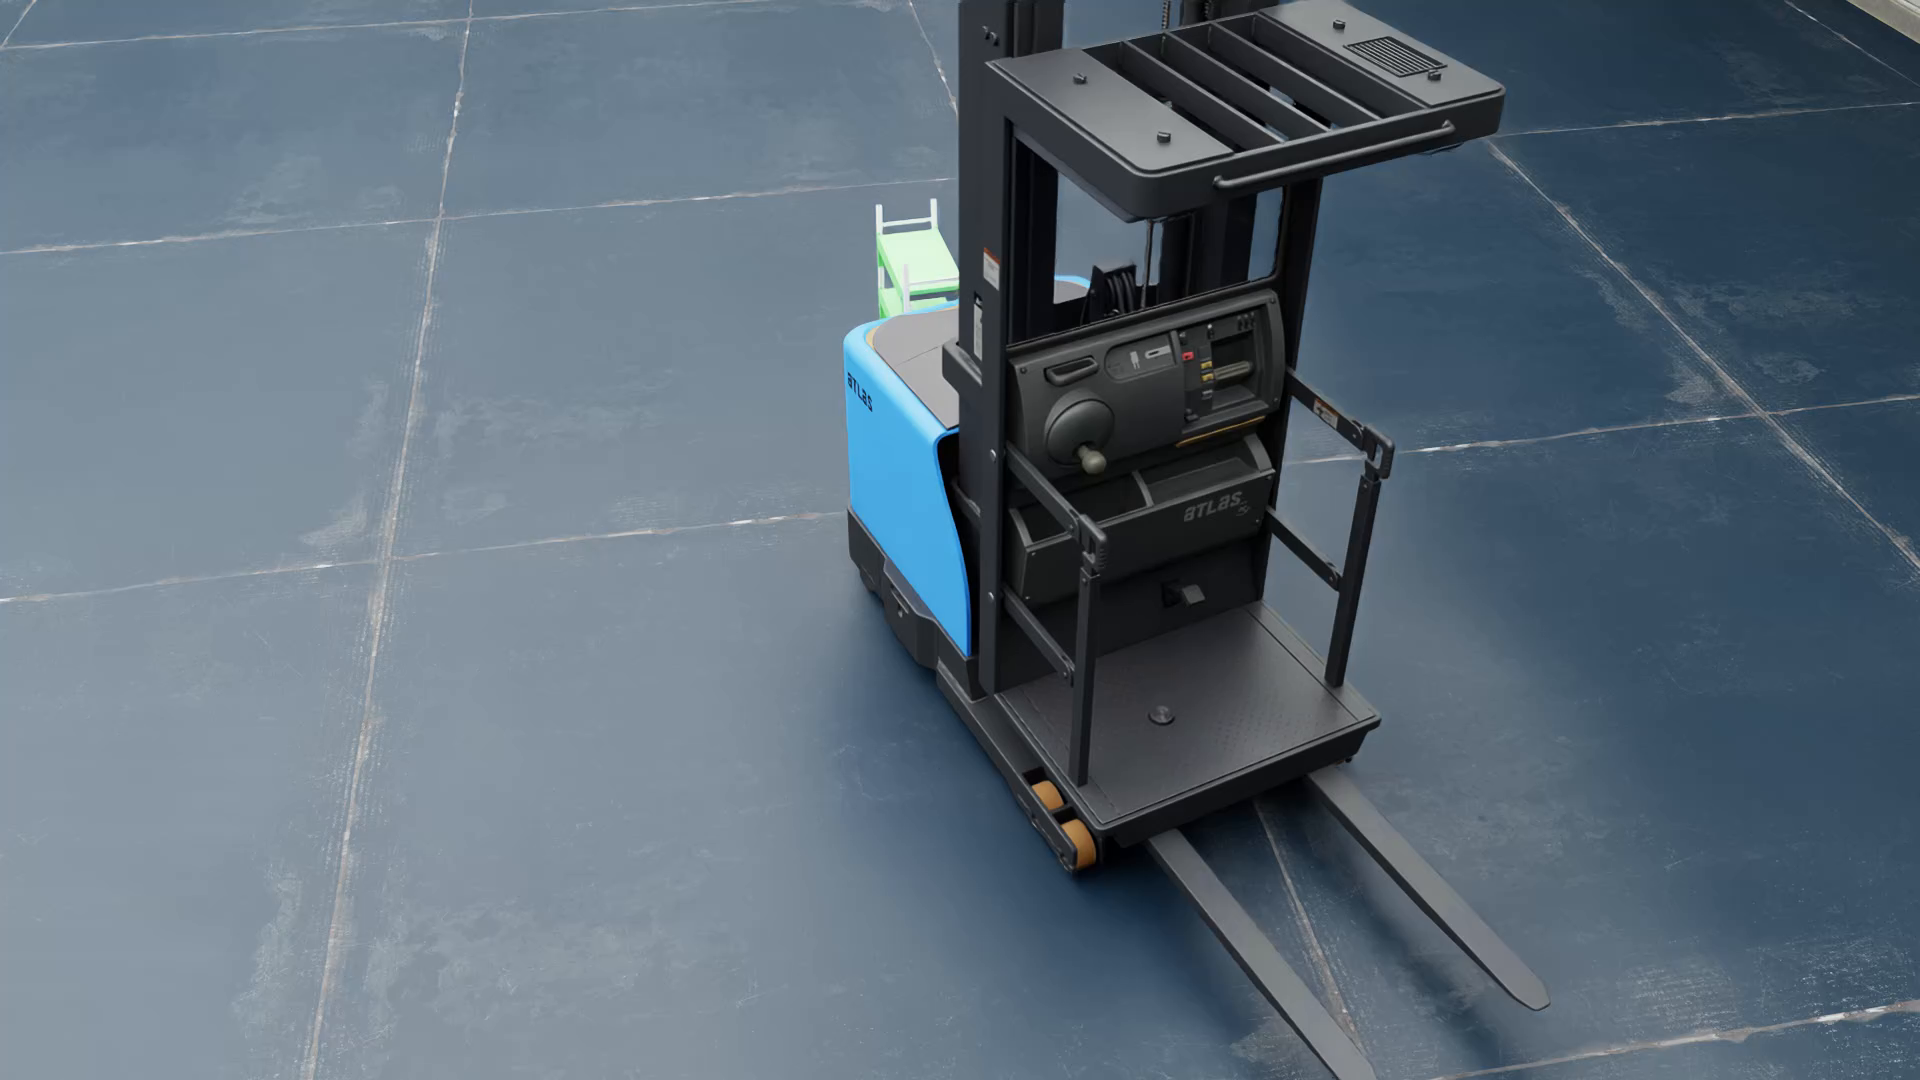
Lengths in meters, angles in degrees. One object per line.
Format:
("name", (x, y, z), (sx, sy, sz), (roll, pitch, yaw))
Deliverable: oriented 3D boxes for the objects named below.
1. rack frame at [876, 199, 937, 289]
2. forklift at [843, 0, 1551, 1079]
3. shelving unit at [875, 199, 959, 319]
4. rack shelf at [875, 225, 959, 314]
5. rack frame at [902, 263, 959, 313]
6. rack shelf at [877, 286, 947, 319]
("rack frame", (-0.209, -0.842, 6.856), (0.240, 1.200, 0.015), (-9, 39, -11))
("forklift", (0.685, -0.404, 4.881), (1.130, 2.935, 3.031), (-18, 41, -21))
("shelving unit", (-0.151, -0.697, 6.669), (0.258, 1.200, 0.503), (-9, 39, -11))
("rack shelf", (-0.151, -1.025, 6.413), (0.258, 0.148, 0.480), (-9, 39, -11))
("rack frame", (-0.093, -0.551, 6.482), (0.240, 1.200, 0.015), (-9, 39, -11))
("rack shelf", (-0.151, -0.836, 6.561), (0.258, 0.148, 0.480), (-9, 39, -11))
